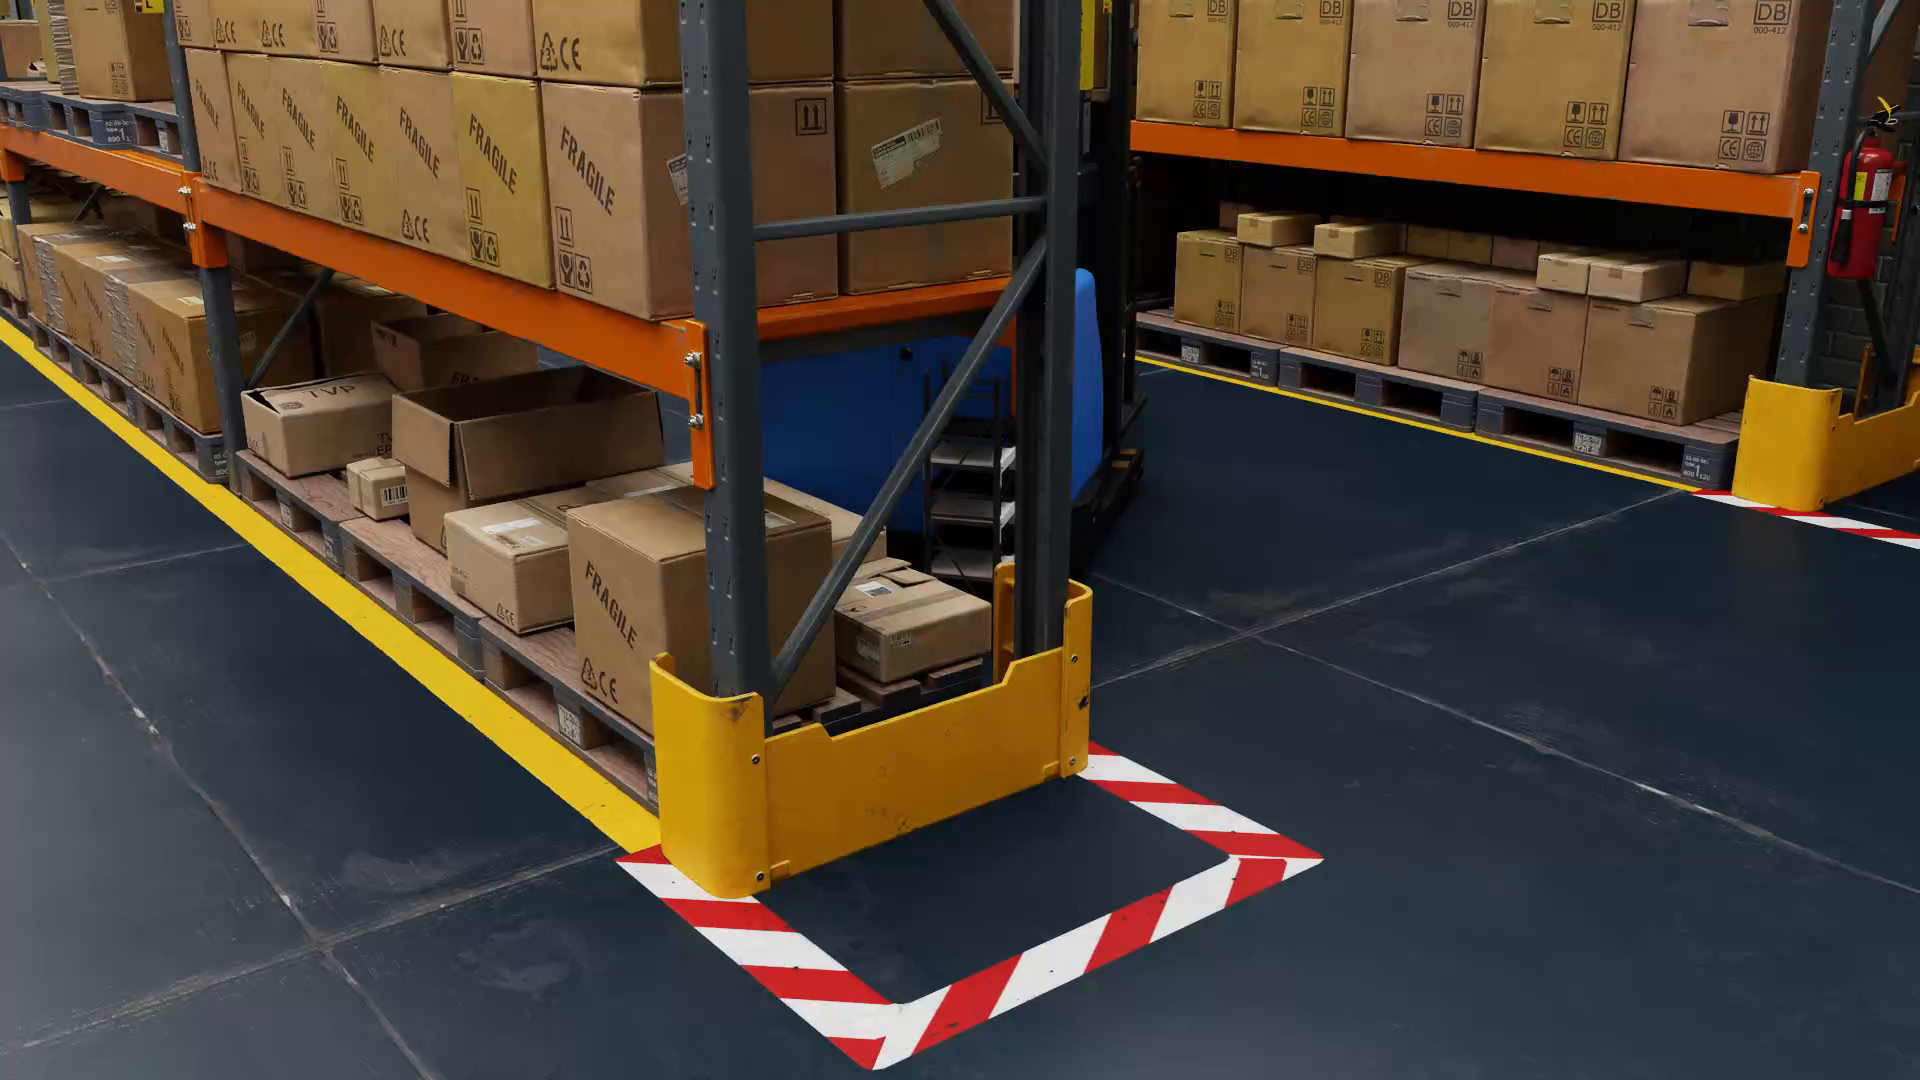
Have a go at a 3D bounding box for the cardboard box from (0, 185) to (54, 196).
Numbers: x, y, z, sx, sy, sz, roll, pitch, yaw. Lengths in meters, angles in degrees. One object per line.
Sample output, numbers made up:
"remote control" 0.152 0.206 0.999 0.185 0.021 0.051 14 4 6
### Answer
"cardboard box" -6.268 -2.186 11.005 0.500 0.311 0.500 -14 23 -36

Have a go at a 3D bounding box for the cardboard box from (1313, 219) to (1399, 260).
"cardboard box" 2.031 -1.543 8.526 0.380 0.149 0.250 -15 23 -38

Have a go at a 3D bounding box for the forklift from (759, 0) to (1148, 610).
"forklift" 0.159 -1.581 6.473 1.130 2.935 3.031 5 19 14

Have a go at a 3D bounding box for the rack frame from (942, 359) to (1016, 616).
"rack frame" 0.060 -0.130 5.323 0.240 0.900 0.006 5 19 14

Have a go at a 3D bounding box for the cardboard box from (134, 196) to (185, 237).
"cardboard box" -4.308 -1.873 9.331 0.500 0.250 0.500 -13 22 -34

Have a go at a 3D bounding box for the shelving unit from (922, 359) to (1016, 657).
"shelving unit" 0.033 -0.099 5.229 0.258 0.900 0.210 5 19 14

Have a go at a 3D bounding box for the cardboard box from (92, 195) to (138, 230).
"cardboard box" -5.206 -2.039 10.563 0.500 0.311 0.500 -13 22 -34

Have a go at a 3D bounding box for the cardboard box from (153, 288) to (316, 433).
"cardboard box" -3.158 -0.795 7.268 0.500 0.500 0.500 -14 23 -36

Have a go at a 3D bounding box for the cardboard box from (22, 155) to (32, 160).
"cardboard box" -7.637 -3.104 13.477 0.500 0.500 0.500 -14 23 -36

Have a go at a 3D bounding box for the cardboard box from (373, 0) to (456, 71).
"cardboard box" -1.276 -1.551 4.524 0.500 0.500 0.500 -13 22 -35

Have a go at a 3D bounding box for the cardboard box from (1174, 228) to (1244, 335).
"cardboard box" 1.638 -1.483 9.378 0.700 0.500 0.500 -14 23 -35

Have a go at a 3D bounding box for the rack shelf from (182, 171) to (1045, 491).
"rack shelf" -1.385 -0.873 5.370 1.077 0.370 4.000 -14 23 -36

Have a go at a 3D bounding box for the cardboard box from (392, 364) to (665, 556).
"cardboard box" -1.457 -0.269 5.674 0.797 0.503 0.637 -14 23 -36

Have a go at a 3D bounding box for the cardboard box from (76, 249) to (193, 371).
"cardboard box" -4.087 -1.167 8.391 0.500 0.500 0.500 -15 23 -38

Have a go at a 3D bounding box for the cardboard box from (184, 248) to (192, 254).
"cardboard box" -3.694 -1.275 8.716 0.500 0.500 0.500 -15 24 -38

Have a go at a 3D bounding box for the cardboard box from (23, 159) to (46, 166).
"cardboard box" -7.118 -2.795 12.845 0.500 0.311 0.500 -14 23 -36

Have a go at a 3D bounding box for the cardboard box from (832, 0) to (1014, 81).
"cardboard box" -0.213 -1.404 4.082 0.500 0.500 0.500 -13 22 -34

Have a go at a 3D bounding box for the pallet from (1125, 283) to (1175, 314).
"pallet" 0.715 -1.526 10.636 1.003 0.211 1.213 -14 23 -36

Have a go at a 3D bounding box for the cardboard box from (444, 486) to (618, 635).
"cardboard box" -1.241 0.049 5.116 0.500 0.250 0.500 -14 23 -36

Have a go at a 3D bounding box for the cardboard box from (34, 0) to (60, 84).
"cardboard box" -4.631 -2.806 9.238 0.500 0.500 0.700 11 21 30

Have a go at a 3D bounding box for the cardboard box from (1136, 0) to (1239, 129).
"cardboard box" 1.578 -2.680 9.208 0.980 0.700 0.700 -14 23 -35

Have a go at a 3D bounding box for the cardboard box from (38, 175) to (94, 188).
"cardboard box" -6.173 -2.420 11.712 0.500 0.311 0.500 -14 23 -37

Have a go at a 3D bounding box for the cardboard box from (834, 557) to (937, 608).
"cardboard box" -0.290 0.183 4.845 0.380 0.166 0.250 -14 23 -36

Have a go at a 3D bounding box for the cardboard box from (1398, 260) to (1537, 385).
"cardboard box" 2.601 -1.102 8.227 0.700 0.500 0.500 -15 23 -38

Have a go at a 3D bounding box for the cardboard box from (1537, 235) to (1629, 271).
"cardboard box" 2.988 -1.357 7.966 0.380 0.149 0.250 -14 23 -36

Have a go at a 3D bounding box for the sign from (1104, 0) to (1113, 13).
"sign" 0.834 -3.078 9.172 0.100 0.325 0.005 -14 23 -36

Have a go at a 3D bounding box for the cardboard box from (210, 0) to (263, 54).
"cardboard box" -2.235 -1.931 5.673 0.500 0.500 0.500 -15 23 -38

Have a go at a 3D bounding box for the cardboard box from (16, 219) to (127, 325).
"cardboard box" -5.052 -1.547 9.539 0.500 0.500 0.500 -13 22 -34

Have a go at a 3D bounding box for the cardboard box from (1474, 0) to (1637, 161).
"cardboard box" 2.952 -2.132 7.553 0.980 0.700 0.700 -14 23 -37

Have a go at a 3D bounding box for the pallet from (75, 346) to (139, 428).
"pallet" -3.924 -0.877 8.676 1.003 0.211 1.213 -14 23 -36

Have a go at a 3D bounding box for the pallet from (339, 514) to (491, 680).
"pallet" -1.440 0.087 5.764 1.003 0.211 1.213 -14 23 -36

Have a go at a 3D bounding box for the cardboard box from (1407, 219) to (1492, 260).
"cardboard box" 2.513 -1.545 8.534 0.380 0.149 0.250 -14 23 -37

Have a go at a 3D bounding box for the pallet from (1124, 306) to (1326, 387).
"pallet" 1.664 -1.148 9.495 1.003 0.211 1.213 -14 23 -36

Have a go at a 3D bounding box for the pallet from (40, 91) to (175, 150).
"pallet" -3.900 -2.123 8.308 1.003 0.211 1.213 -14 23 -36

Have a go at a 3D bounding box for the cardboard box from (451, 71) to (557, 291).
"cardboard box" -0.960 -0.953 4.310 0.500 0.500 0.500 -14 23 -36

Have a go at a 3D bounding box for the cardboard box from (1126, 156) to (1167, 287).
"cardboard box" 0.748 -1.988 10.347 0.750 0.750 0.750 -14 23 -35

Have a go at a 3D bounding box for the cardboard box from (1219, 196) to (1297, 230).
"cardboard box" 1.703 -1.866 9.501 0.380 0.149 0.250 -14 23 -36

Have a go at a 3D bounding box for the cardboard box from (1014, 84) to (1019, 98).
"cardboard box" 0.521 -2.723 10.182 0.380 0.149 0.250 -13 22 -34

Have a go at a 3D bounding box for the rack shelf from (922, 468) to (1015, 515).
"rack shelf" 0.033 -0.153 5.212 0.258 0.077 0.200 5 19 14

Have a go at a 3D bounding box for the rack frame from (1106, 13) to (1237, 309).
"rack frame" 1.254 -2.675 9.668 1.000 3.000 0.127 -14 23 -36

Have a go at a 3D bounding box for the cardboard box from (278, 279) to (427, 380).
"cardboard box" -2.737 -0.896 7.573 0.500 0.500 0.500 -15 24 -39

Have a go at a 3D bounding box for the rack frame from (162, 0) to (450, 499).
"rack frame" -2.627 -1.707 6.746 1.000 3.000 0.127 -14 23 -36

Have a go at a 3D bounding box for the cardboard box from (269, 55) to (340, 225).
"cardboard box" -1.895 -1.326 5.437 0.500 0.500 0.500 -14 23 -36

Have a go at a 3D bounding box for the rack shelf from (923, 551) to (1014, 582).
"rack shelf" 0.033 0.104 5.297 0.258 0.077 0.200 5 19 14

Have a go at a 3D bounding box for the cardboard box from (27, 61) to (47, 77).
"cardboard box" -5.302 -2.748 10.033 0.500 0.311 0.500 -12 22 -33

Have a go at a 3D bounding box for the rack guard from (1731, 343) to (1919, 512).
"rack guard" 3.752 -0.497 7.067 1.175 0.500 0.348 -14 23 -36

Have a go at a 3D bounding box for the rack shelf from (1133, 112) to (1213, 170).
"rack shelf" 0.012 -2.826 11.270 1.077 0.370 4.000 -14 23 -36
